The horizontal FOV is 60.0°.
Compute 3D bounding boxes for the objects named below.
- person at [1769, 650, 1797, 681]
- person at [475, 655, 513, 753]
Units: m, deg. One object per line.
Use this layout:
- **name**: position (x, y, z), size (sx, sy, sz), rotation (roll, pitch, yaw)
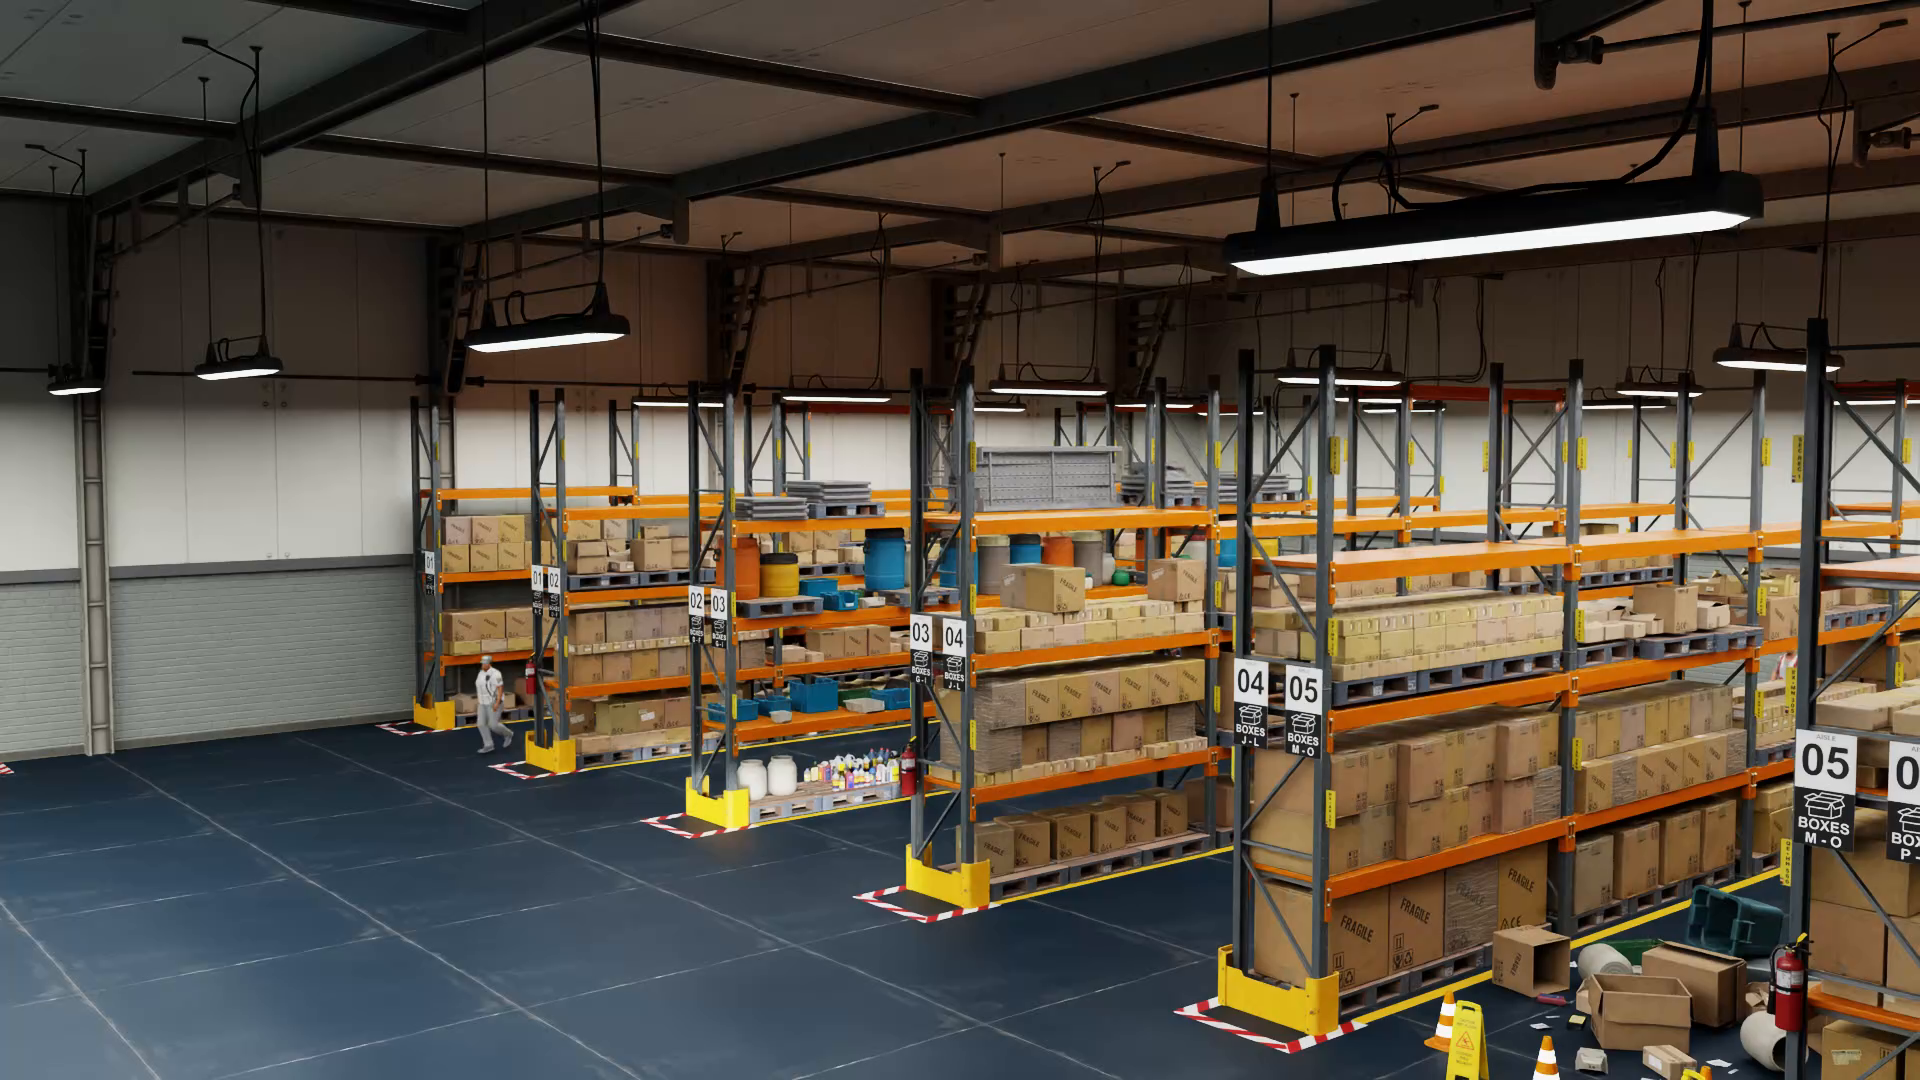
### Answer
- **person**: position (14.291, 2.574, 28.749), size (1.055, 1.729, 0.639), rotation (-3, 5, -44)
- **person**: position (-7.799, 2.720, 27.772), size (0.538, 1.644, 0.631), rotation (2, 4, 31)
